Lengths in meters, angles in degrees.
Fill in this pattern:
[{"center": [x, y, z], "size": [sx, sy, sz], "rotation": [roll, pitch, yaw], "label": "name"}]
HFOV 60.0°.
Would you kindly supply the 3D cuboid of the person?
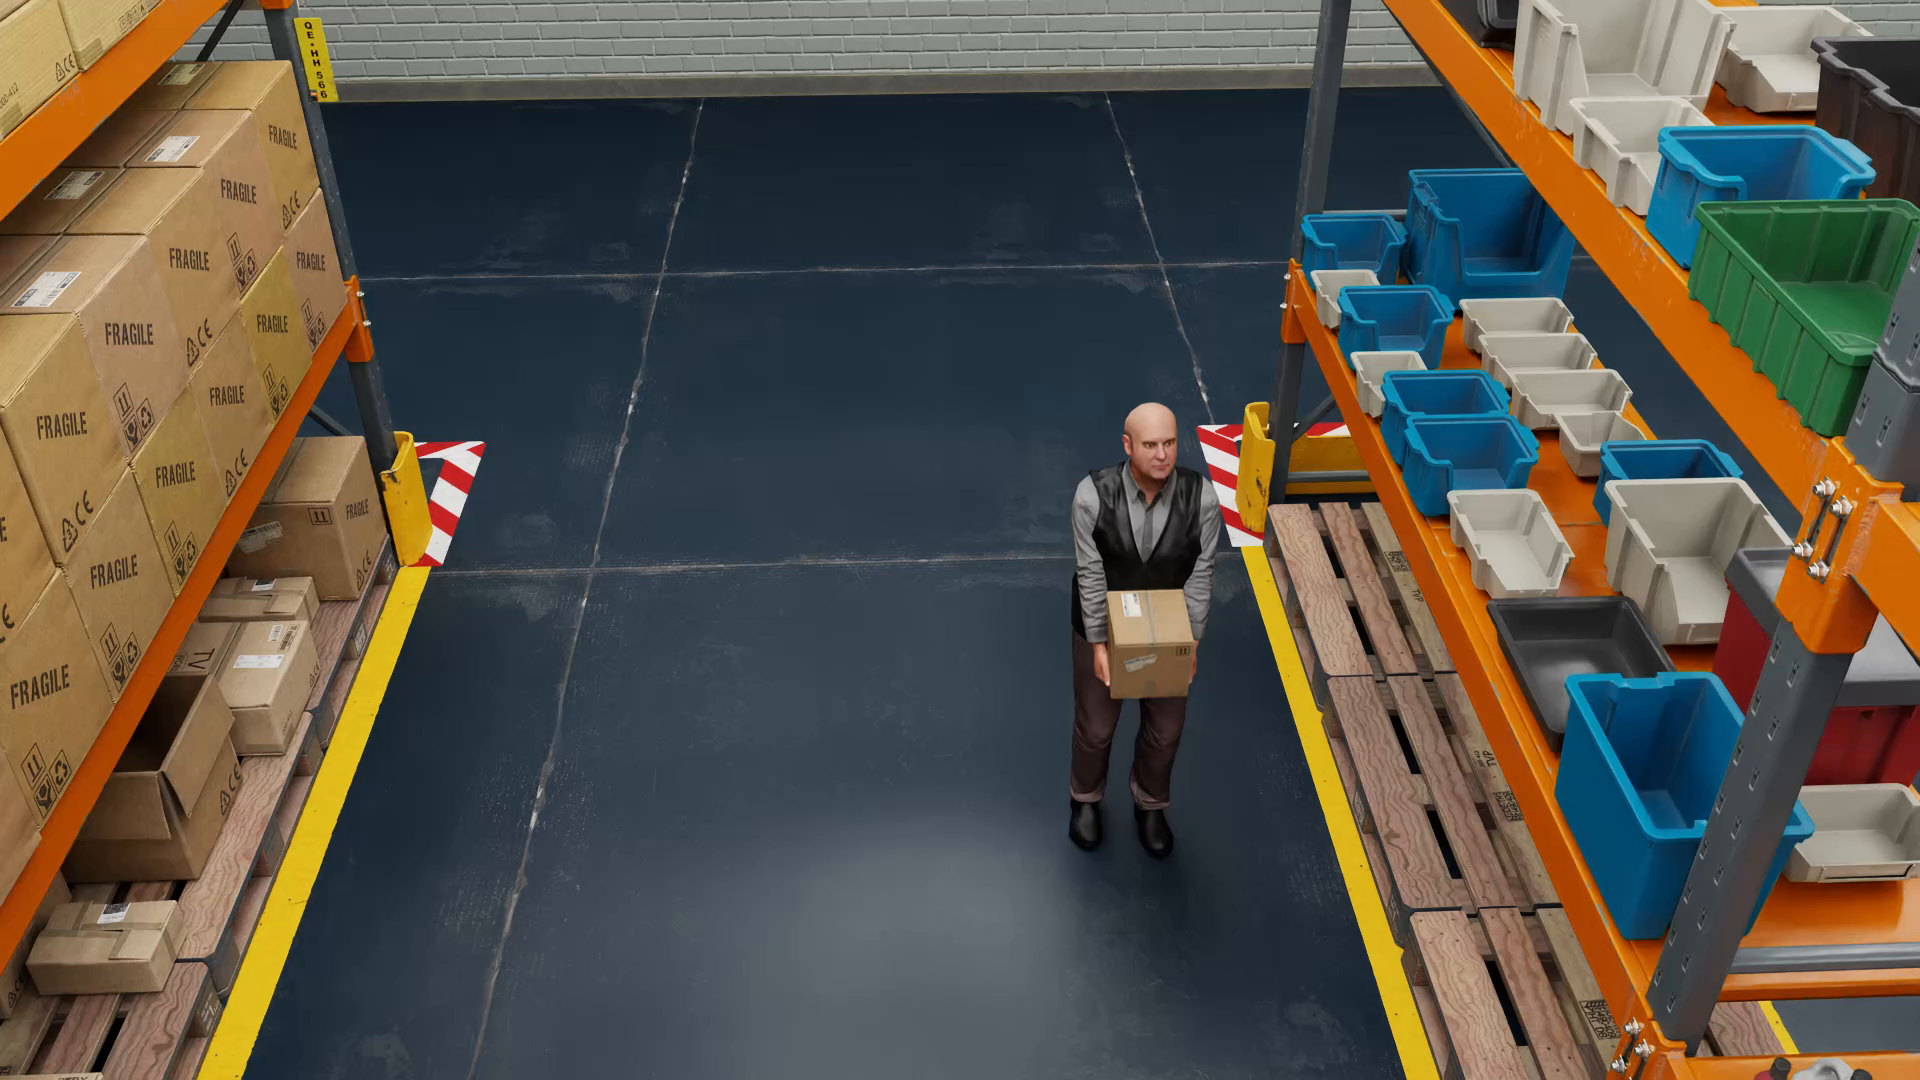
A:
[{"center": [0.617, 0.366, 5.652], "size": [0.494, 1.711, 0.551], "rotation": [-1, 35, -2], "label": "person"}]
